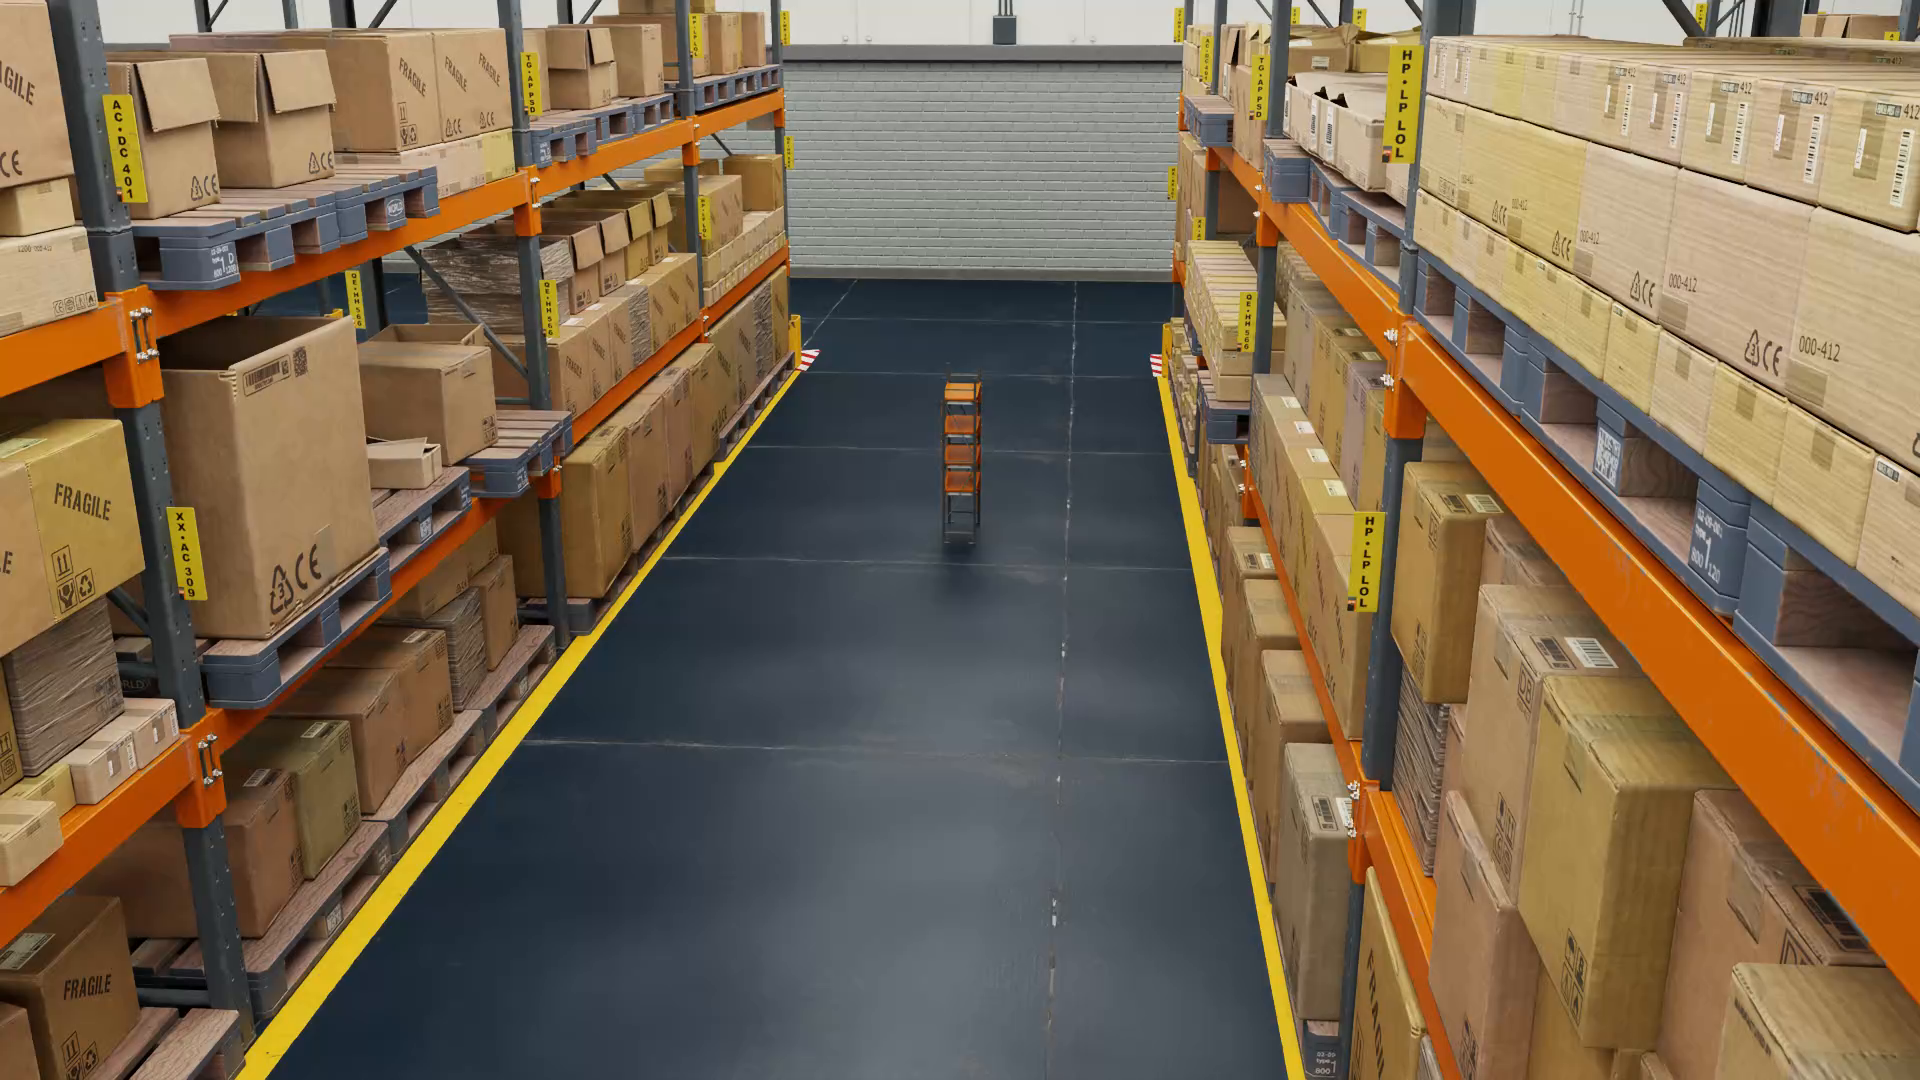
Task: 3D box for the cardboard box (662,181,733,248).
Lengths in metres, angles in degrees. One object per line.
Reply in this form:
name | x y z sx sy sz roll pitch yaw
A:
cardboard box | -2.229 -2.758 14.081 0.500 0.500 0.500 1 18 4

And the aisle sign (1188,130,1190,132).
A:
aisle sign | 2.371 -4.401 16.361 0.394 0.787 0.004 1 18 4

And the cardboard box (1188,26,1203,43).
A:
cardboard box | 2.268 -4.585 15.078 0.380 0.149 0.250 2 18 5

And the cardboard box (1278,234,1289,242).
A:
cardboard box | 2.665 -2.231 13.275 0.500 0.500 0.500 1 18 3

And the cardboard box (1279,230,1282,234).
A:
cardboard box | 2.654 -2.692 13.078 0.500 0.500 0.500 2 18 5

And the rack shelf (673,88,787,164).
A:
rack shelf | -2.418 -3.740 14.859 1.077 0.370 4.000 1 18 4

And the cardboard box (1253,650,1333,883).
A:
cardboard box | 1.833 0.966 7.095 1.050 0.750 0.750 1 18 4

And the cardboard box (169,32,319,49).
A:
cardboard box | -3.208 -2.050 7.581 0.500 0.500 0.500 1 18 2

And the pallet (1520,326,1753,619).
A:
pallet | 1.646 -0.160 2.920 1.003 0.211 1.213 1 18 4

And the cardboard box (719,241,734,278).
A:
cardboard box | -2.226 -2.400 14.194 0.500 0.250 0.500 1 18 4

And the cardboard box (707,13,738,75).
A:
cardboard box | -2.343 -4.326 14.496 0.700 0.500 0.500 2 18 6

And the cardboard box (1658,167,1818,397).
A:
cardboard box | 1.348 -0.379 2.372 0.500 0.250 0.500 1 18 4

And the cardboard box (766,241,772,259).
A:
cardboard box | -2.027 -2.804 16.067 0.380 0.149 0.250 2 18 5

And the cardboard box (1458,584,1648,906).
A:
cardboard box | 1.645 0.459 3.731 0.875 0.550 0.550 1 18 4

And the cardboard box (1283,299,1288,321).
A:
cardboard box | 2.491 -1.610 11.748 0.380 0.149 0.250 0 18 1

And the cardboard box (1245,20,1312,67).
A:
cardboard box | 1.933 -3.019 10.113 0.396 0.266 0.258 1 18 4

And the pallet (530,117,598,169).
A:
pallet | -2.855 -2.330 9.703 1.213 0.211 1.003 2 18 6

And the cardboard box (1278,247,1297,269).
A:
cardboard box | 2.526 -2.044 12.117 0.380 0.149 0.250 1 18 2

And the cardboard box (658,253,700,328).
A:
cardboard box | -2.323 -1.932 12.841 0.500 0.500 0.500 1 18 4

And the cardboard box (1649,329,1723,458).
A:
cardboard box | 1.296 -0.225 2.544 0.380 0.149 0.250 1 18 4

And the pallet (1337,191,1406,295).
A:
pallet | 1.822 -1.029 5.737 0.805 0.209 1.217 1 18 2

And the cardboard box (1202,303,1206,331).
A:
cardboard box | 1.763 -1.437 10.742 0.380 0.149 0.250 2 18 5

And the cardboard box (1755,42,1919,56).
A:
cardboard box | 2.060 -1.064 3.823 0.380 0.149 0.250 1 18 4

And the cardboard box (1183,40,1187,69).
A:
cardboard box | 2.374 -4.594 15.746 0.500 0.250 0.500 2 18 5

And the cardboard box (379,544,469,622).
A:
cardboard box | -2.894 0.203 8.590 0.500 0.250 0.500 3 18 10

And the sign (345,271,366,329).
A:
sign | -3.402 -1.355 9.381 0.100 0.325 0.005 1 18 4

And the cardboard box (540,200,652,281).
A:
cardboard box | -2.660 -2.148 11.891 0.797 0.503 0.637 1 18 5

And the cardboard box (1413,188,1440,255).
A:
cardboard box | 1.440 -0.857 4.471 0.380 0.149 0.250 1 18 3

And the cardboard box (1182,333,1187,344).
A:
cardboard box | 2.308 -1.866 15.748 0.380 0.149 0.250 0 18 1

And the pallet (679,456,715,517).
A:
pallet | -2.542 -0.469 13.016 1.003 0.211 1.213 1 18 4

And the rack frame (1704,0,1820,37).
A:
rack frame | 7.610 -5.908 15.500 1.000 3.000 0.127 1 18 4

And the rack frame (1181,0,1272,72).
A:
rack frame | 2.665 -5.987 15.742 1.000 3.000 0.127 1 18 4

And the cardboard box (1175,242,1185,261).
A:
cardboard box | 2.265 -2.761 15.935 0.380 0.149 0.250 1 18 2

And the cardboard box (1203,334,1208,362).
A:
cardboard box | 1.745 -1.213 10.536 0.380 0.149 0.250 0 18 1

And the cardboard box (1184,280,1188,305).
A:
cardboard box | 1.891 -1.862 12.516 0.380 0.149 0.250 0 18 1

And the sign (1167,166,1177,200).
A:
sign | 2.124 -3.559 16.578 0.100 0.325 0.005 1 18 4

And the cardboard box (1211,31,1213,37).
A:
cardboard box | 2.137 -3.860 12.867 0.380 0.149 0.250 2 18 5

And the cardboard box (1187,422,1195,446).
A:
cardboard box | 2.067 -0.868 13.658 0.380 0.149 0.250 2 18 5

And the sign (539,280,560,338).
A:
sign | -2.306 -1.297 9.331 0.100 0.325 0.005 1 18 4

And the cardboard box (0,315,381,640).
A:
cardboard box | -2.938 -0.279 6.320 1.000 1.000 1.000 1 18 4

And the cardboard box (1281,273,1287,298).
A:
cardboard box | 2.508 -1.828 11.936 0.380 0.149 0.250 2 18 6

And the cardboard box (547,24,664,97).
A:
cardboard box | -2.593 -3.528 12.220 0.700 0.500 0.500 2 18 5

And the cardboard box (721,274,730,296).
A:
cardboard box | -2.171 -2.164 14.114 0.380 0.149 0.250 2 18 6

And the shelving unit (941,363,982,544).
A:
shelving unit | 0.012 -0.622 11.893 0.258 1.200 0.503 1 18 4

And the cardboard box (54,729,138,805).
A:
cardboard box | -2.885 0.719 5.314 0.380 0.149 0.250 1 18 4

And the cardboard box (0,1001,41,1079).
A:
cardboard box | -3.237 1.739 5.139 0.500 0.500 0.500 7 20 21

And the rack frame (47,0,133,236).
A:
rack frame | -3.135 -2.402 4.801 1.000 3.000 0.127 1 18 4

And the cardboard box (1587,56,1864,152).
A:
cardboard box | 1.331 -0.763 2.905 0.380 0.149 0.250 1 18 4

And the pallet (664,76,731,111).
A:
pallet | -2.492 -3.673 13.640 1.003 0.211 1.213 1 18 4

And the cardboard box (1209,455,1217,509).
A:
cardboard box | 2.001 -0.354 11.527 0.500 0.500 0.500 2 18 5

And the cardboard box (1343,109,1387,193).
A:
cardboard box | 1.674 -1.398 5.962 0.500 0.250 0.500 1 18 3

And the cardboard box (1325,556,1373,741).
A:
cardboard box | 1.576 0.376 5.799 0.500 0.500 0.500 1 18 4

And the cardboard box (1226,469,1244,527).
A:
cardboard box | 1.879 -0.237 9.966 0.500 0.250 0.500 1 18 3

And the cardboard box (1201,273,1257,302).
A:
cardboard box | 1.784 -1.659 10.942 0.380 0.149 0.250 2 18 6

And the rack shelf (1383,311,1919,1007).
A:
rack shelf | 1.662 0.129 3.051 1.077 0.370 4.000 1 18 4
